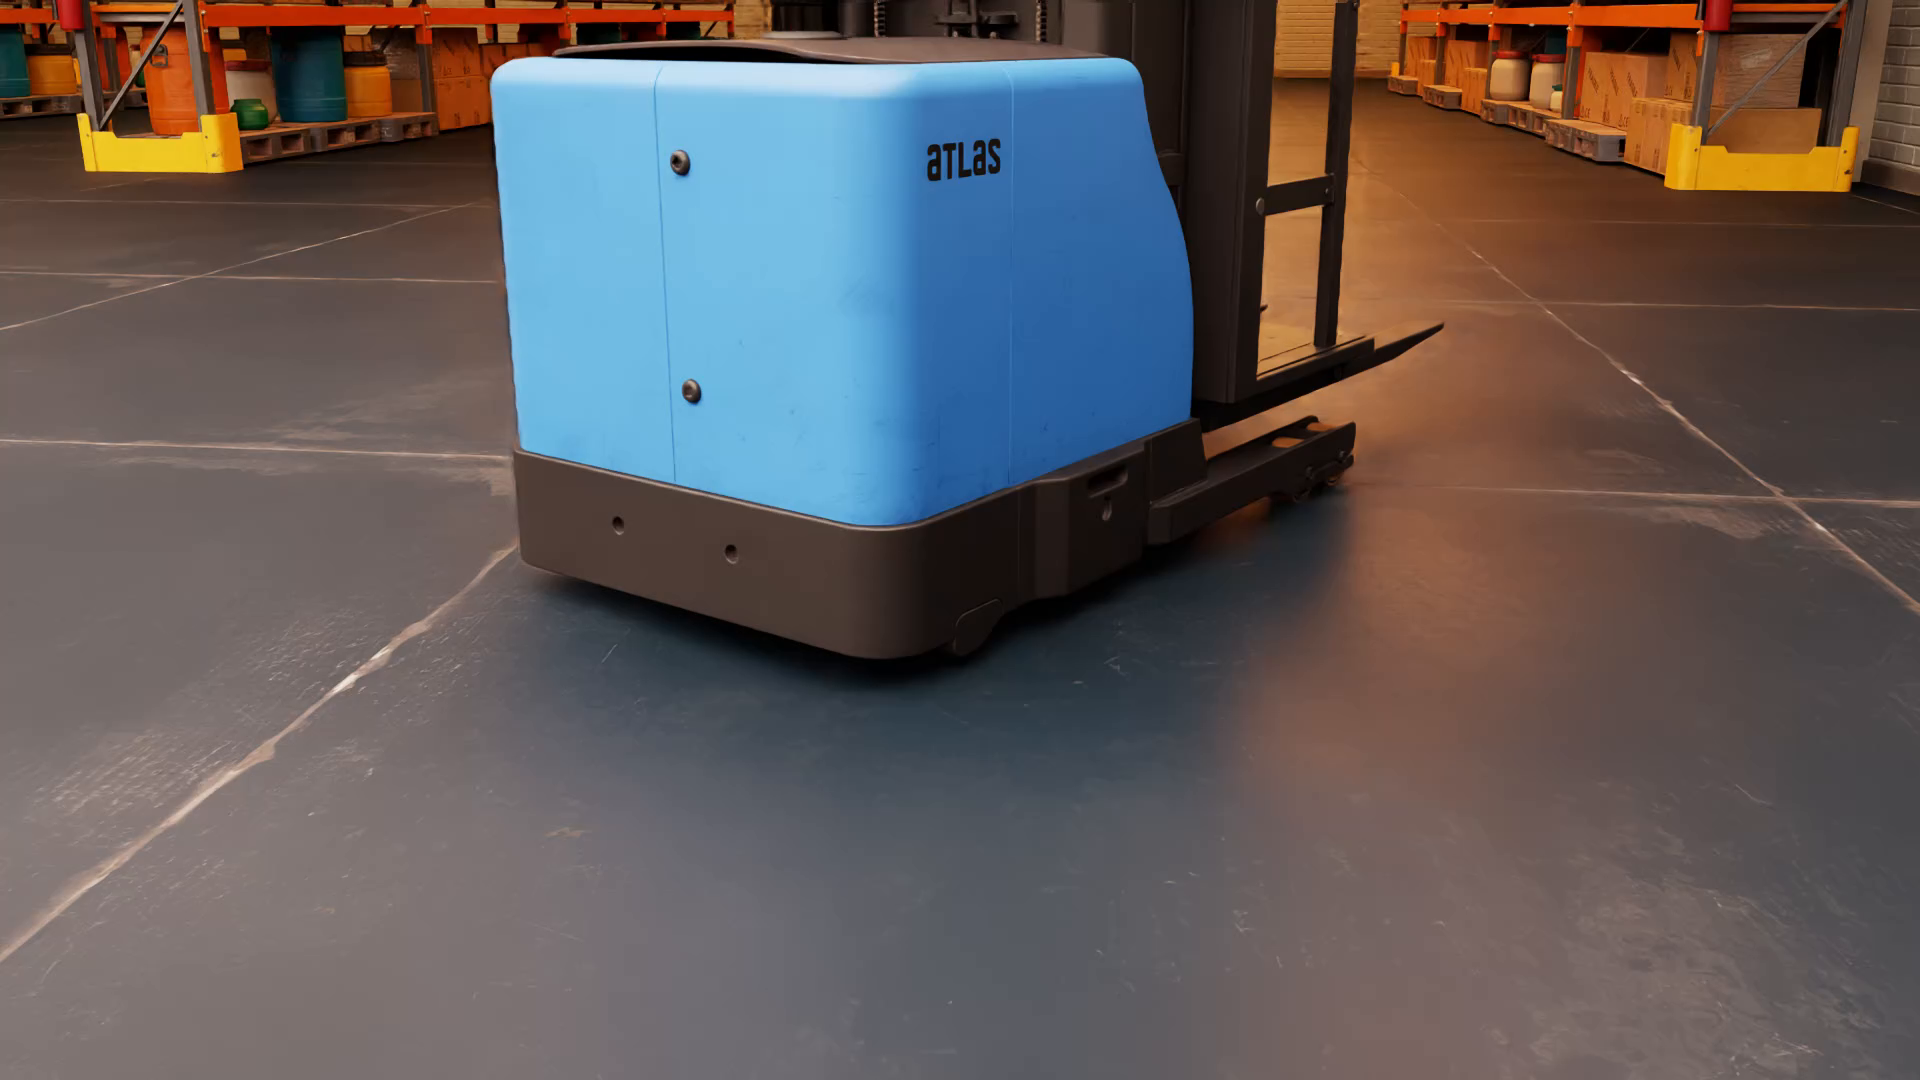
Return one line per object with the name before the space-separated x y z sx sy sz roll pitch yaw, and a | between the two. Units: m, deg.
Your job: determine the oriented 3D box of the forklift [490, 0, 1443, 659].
forklift | 0.361 -1.566 3.918 1.130 2.935 3.031 13 21 35
